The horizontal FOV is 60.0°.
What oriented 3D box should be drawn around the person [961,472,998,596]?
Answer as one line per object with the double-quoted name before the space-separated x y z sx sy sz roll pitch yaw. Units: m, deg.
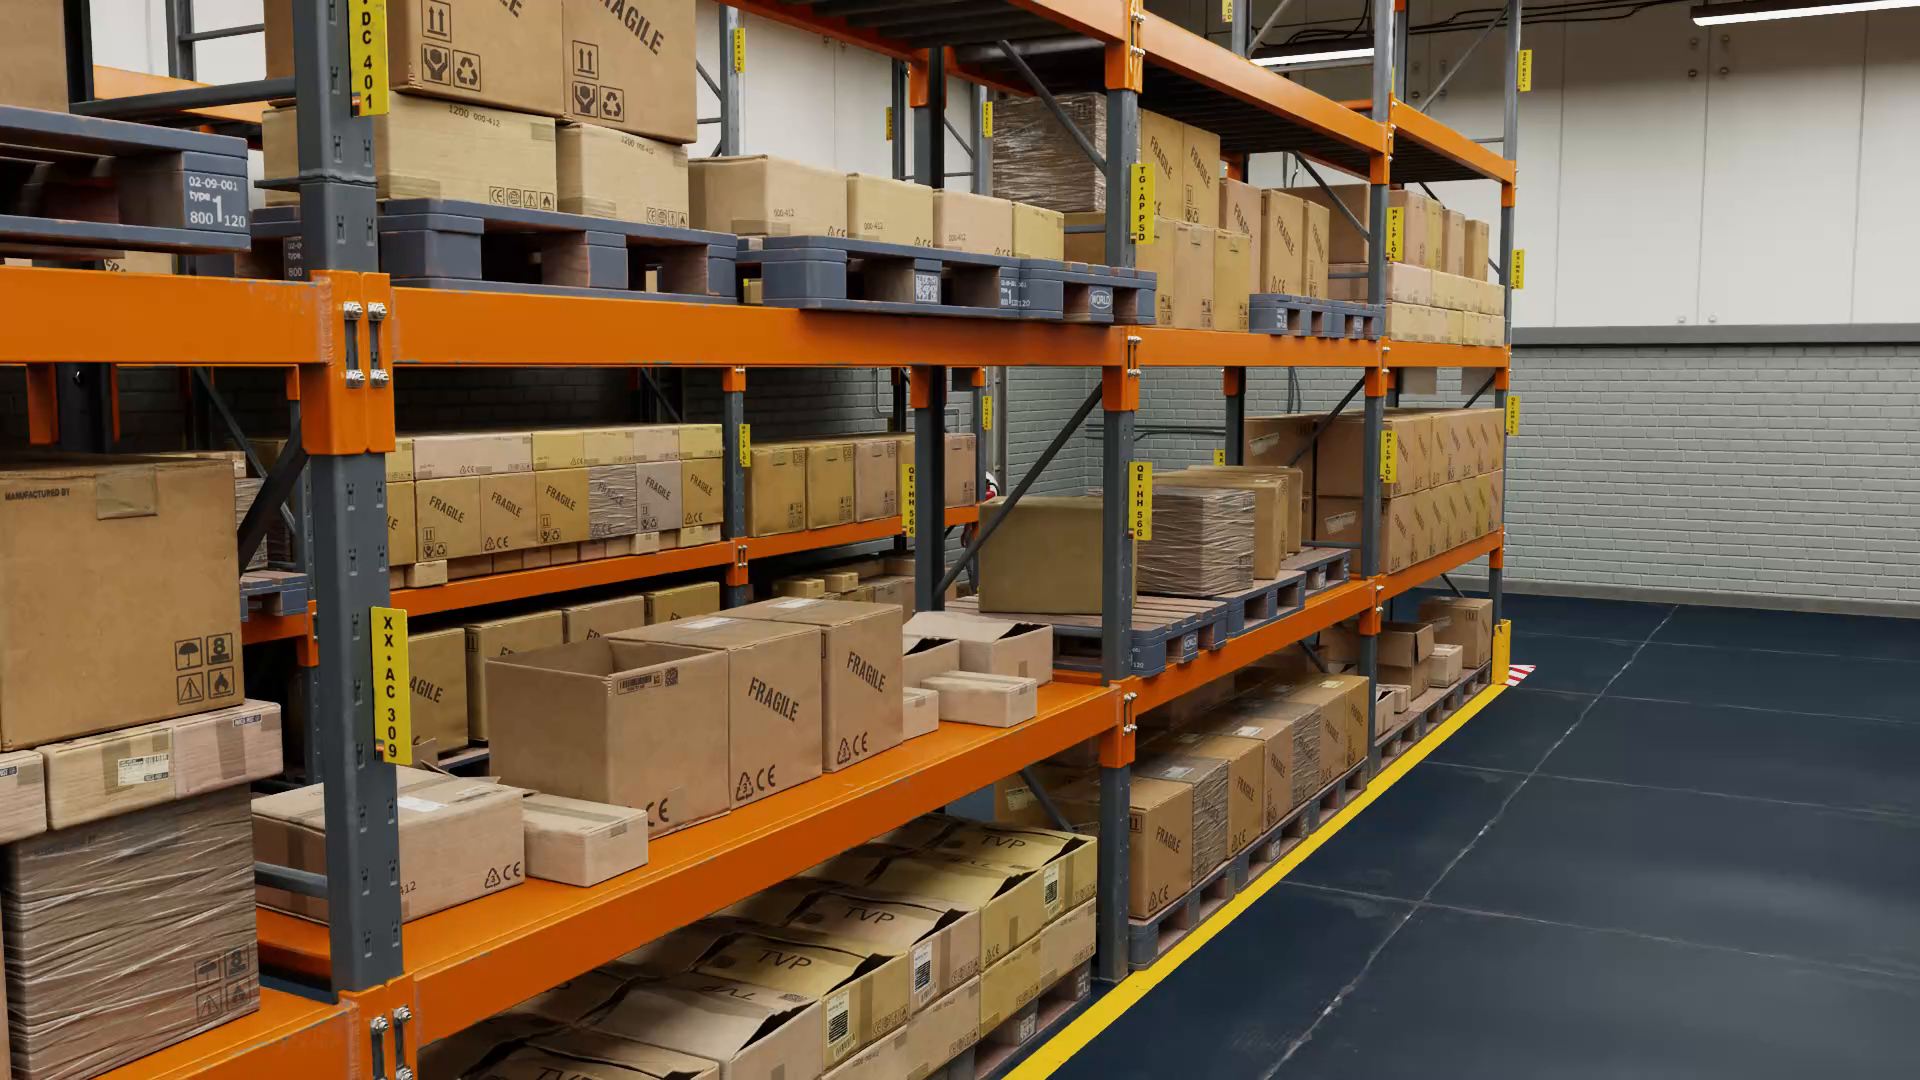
"person" 0.196 -0.111 18.121 0.458 1.761 0.638 3 7 27
